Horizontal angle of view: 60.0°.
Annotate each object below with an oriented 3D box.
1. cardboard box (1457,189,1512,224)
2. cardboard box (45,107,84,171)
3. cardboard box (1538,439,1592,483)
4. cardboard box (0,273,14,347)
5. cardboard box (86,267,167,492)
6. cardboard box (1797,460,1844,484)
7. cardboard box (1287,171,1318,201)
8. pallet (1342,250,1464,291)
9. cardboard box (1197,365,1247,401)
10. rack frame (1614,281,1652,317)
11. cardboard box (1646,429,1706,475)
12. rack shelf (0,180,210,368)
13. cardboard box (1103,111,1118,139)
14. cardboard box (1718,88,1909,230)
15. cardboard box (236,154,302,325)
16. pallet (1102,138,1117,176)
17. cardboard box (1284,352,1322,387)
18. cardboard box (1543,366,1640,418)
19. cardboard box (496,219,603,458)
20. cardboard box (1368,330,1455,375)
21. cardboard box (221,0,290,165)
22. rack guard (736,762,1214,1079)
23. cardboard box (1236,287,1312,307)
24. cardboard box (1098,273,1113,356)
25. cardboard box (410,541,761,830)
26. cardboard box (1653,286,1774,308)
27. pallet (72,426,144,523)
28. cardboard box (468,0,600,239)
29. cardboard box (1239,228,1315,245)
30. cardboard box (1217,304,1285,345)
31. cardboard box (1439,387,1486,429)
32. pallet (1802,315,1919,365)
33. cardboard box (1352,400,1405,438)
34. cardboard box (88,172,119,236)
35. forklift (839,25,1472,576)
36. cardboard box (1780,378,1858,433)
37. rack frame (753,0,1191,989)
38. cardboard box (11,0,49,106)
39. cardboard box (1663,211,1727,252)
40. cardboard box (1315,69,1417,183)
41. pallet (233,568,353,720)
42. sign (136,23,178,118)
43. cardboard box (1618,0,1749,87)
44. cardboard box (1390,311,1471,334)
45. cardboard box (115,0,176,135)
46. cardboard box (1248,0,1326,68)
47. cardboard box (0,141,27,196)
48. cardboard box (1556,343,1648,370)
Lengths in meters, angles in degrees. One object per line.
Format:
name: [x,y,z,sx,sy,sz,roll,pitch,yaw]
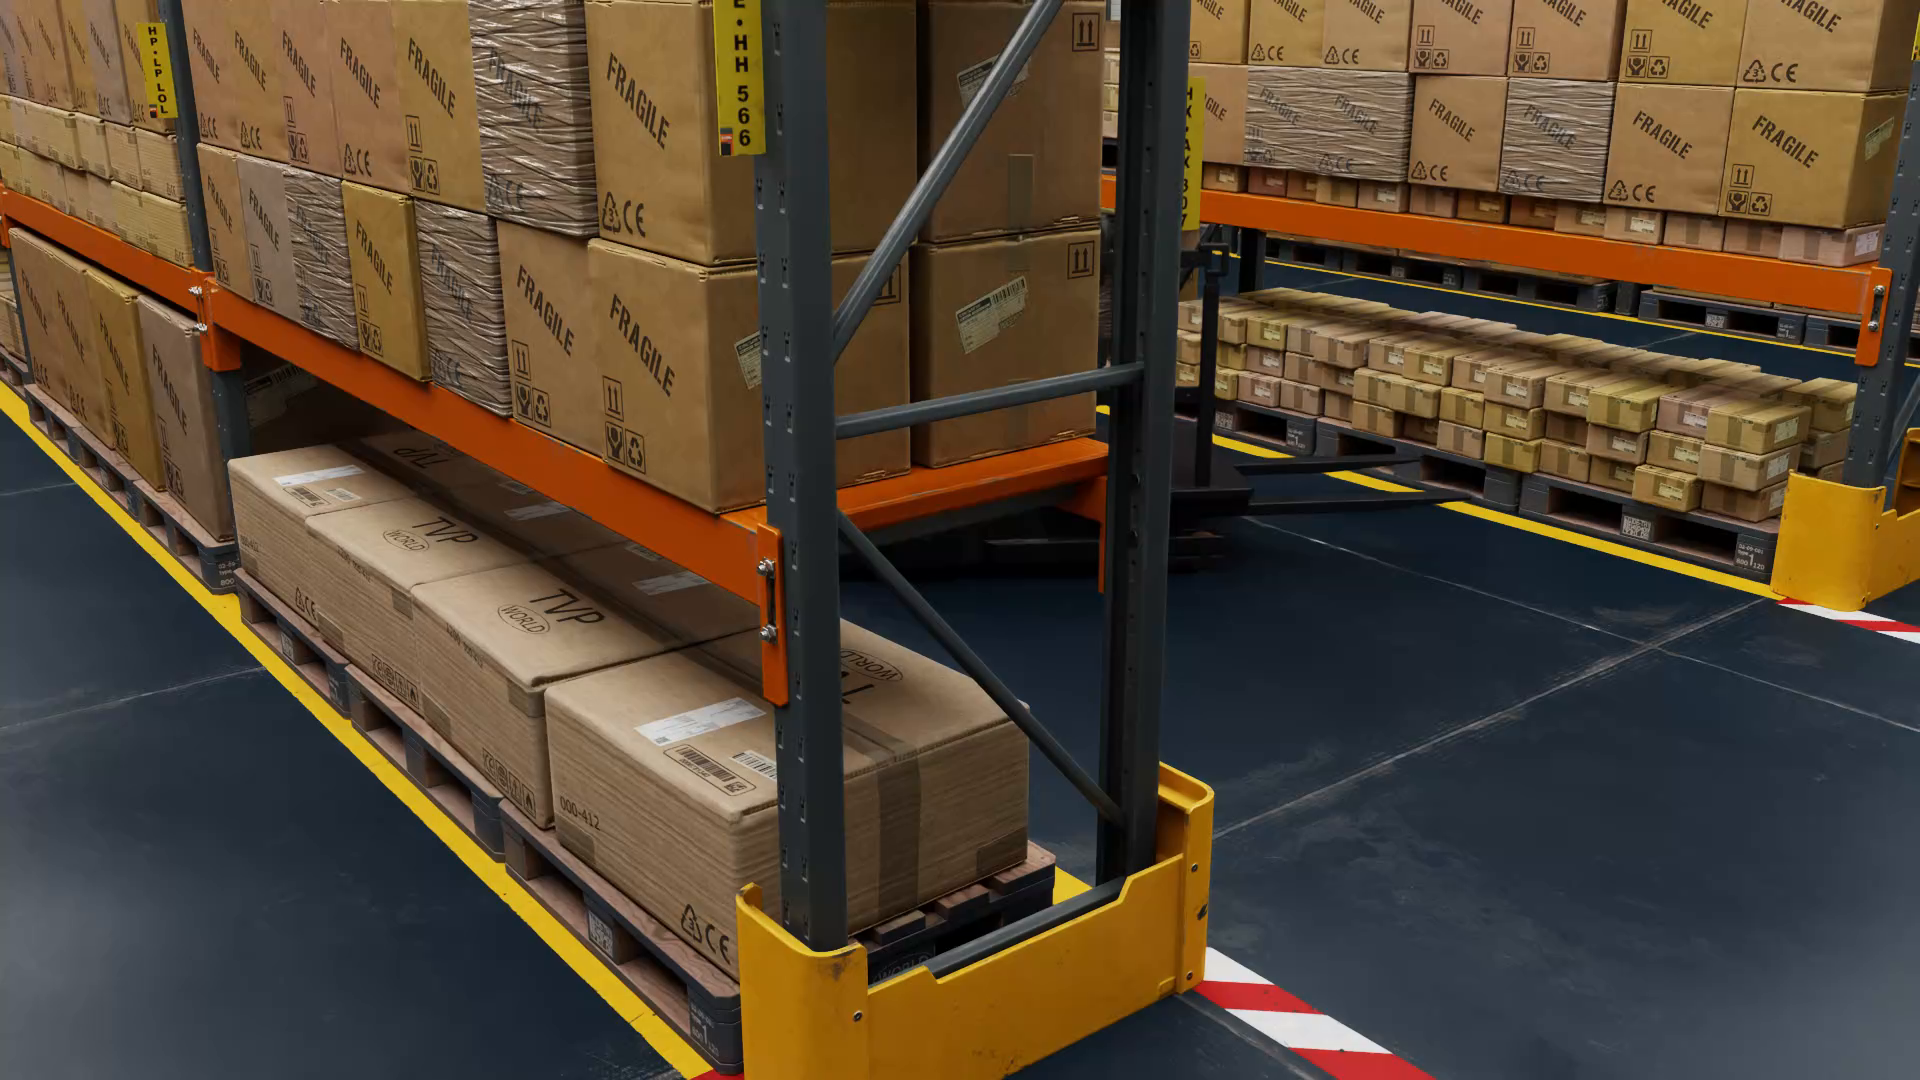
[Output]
cardboard box: [2.537,-1.574,7.743,0.380,0.149,0.250,-13,23,-35]
cardboard box: [-3.870,-1.864,7.664,0.500,0.250,0.500,-13,23,-35]
cardboard box: [2.879,-0.390,7.635,0.380,0.149,0.250,-14,23,-36]
cardboard box: [-5.723,-1.525,10.708,0.950,0.372,0.625,-15,23,-37]
cardboard box: [-3.447,-0.815,7.763,0.875,0.875,0.875,-13,22,-35]
cardboard box: [3.794,-0.309,7.390,0.380,0.149,0.250,-13,23,-35]
cardboard box: [1.894,-1.831,8.520,0.380,0.149,0.250,-15,24,-38]
pallet: [4.036,-2.352,14.131,1.003,0.211,1.213,-14,23,-36]
cardboard box: [1.525,-0.885,9.130,0.380,0.149,0.250,-13,22,-35]
rack frame: [5.336,-3.200,12.254,1.000,3.000,0.127,-14,23,-36]
cardboard box: [3.197,-0.408,7.216,0.380,0.149,0.250,-15,23,-37]
rack shelf: [-3.674,-1.417,8.015,1.077,0.370,4.000,-14,23,-36]
cardboard box: [0.984,-2.396,9.558,0.380,0.149,0.250,-15,23,-37]
cardboard box: [3.388,-1.520,6.550,0.500,0.500,0.500,-13,23,-35]
cardboard box: [-2.037,-1.022,5.517,0.500,0.500,0.500,-14,23,-36]
pallet: [1.025,-2.382,10.091,1.003,0.211,1.213,-14,23,-36]
cardboard box: [1.932,-0.927,8.785,0.380,0.149,0.250,-15,24,-39]
cardboard box: [2.859,-0.669,7.531,0.380,0.149,0.250,-15,24,-38]
cardboard box: [-0.756,-0.521,4.006,0.500,0.500,0.500,-15,23,-37]
cardboard box: [2.265,-0.938,8.345,0.380,0.149,0.250,-15,24,-38]
cardboard box: [-2.018,-1.498,5.364,0.500,0.500,0.500,-14,23,-37]
rack guard: [0.066,0.912,3.812,1.175,0.500,0.348,-14,23,-36]
cardboard box: [1.810,-1.348,9.583,0.380,0.149,0.250,-13,22,-35]
cardboard box: [0.728,-1.403,10.135,0.500,0.500,0.500,-15,23,-37]
cardboard box: [-1.012,0.370,4.882,0.875,0.438,0.875,-13,22,-35]
cardboard box: [5.683,-2.212,11.984,0.875,0.875,0.875,-14,23,-36]
pallet: [-3.732,-0.418,8.290,1.003,0.211,1.213,-14,23,-36]
cardboard box: [-0.782,-0.998,3.854,0.500,0.500,0.500,-14,23,-36]
cardboard box: [3.265,-3.202,14.973,1.225,0.875,0.875,-15,24,-39]
cardboard box: [1.561,-1.180,9.076,0.380,0.149,0.250,-13,22,-33]
cardboard box: [2.517,-0.652,7.954,0.380,0.149,0.250,-13,22,-33]
pallet: [6.509,-1.373,11.172,1.003,0.211,1.213,-14,23,-36]
cardboard box: [2.197,-0.639,8.386,0.380,0.149,0.250,-15,23,-38]
cardboard box: [-3.522,-1.510,7.388,0.500,0.250,0.500,-15,23,-38]
forklift: [0.684,-1.416,6.977,3.031,2.935,1.130,-2,18,-6]
cardboard box: [3.810,-0.595,7.308,0.380,0.149,0.250,-15,24,-39]
rack frame: [0.051,-0.280,3.437,1.000,3.000,0.127,-14,23,-36]
cardboard box: [-4.177,-2.353,7.948,0.500,0.500,0.500,-13,22,-35]
cardboard box: [3.152,-1.305,6.930,0.380,0.149,0.250,-14,23,-37]
cardboard box: [2.093,-2.023,8.066,0.500,0.500,0.500,-15,23,-37]
pallet: [-2.022,0.261,6.240,1.003,0.211,1.213,-14,23,-36]
sign: [-2.852,-1.670,5.917,0.100,0.325,0.005,-14,23,-36]
cardboard box: [3.075,-2.124,6.781,0.500,0.500,0.500,-15,23,-38]
cardboard box: [2.501,-1.105,8.849,0.380,0.149,0.250,-15,24,-39]
cardboard box: [-2.907,-1.849,6.425,0.500,0.500,0.500,-13,22,-34]
cardboard box: [1.808,-2.637,8.330,0.500,0.500,0.500,-15,23,-38]
cardboard box: [-4.809,-2.011,8.901,0.500,0.250,0.500,-14,23,-37]
cardboard box: [3.105,-0.842,8.053,0.380,0.149,0.250,-13,22,-34]
